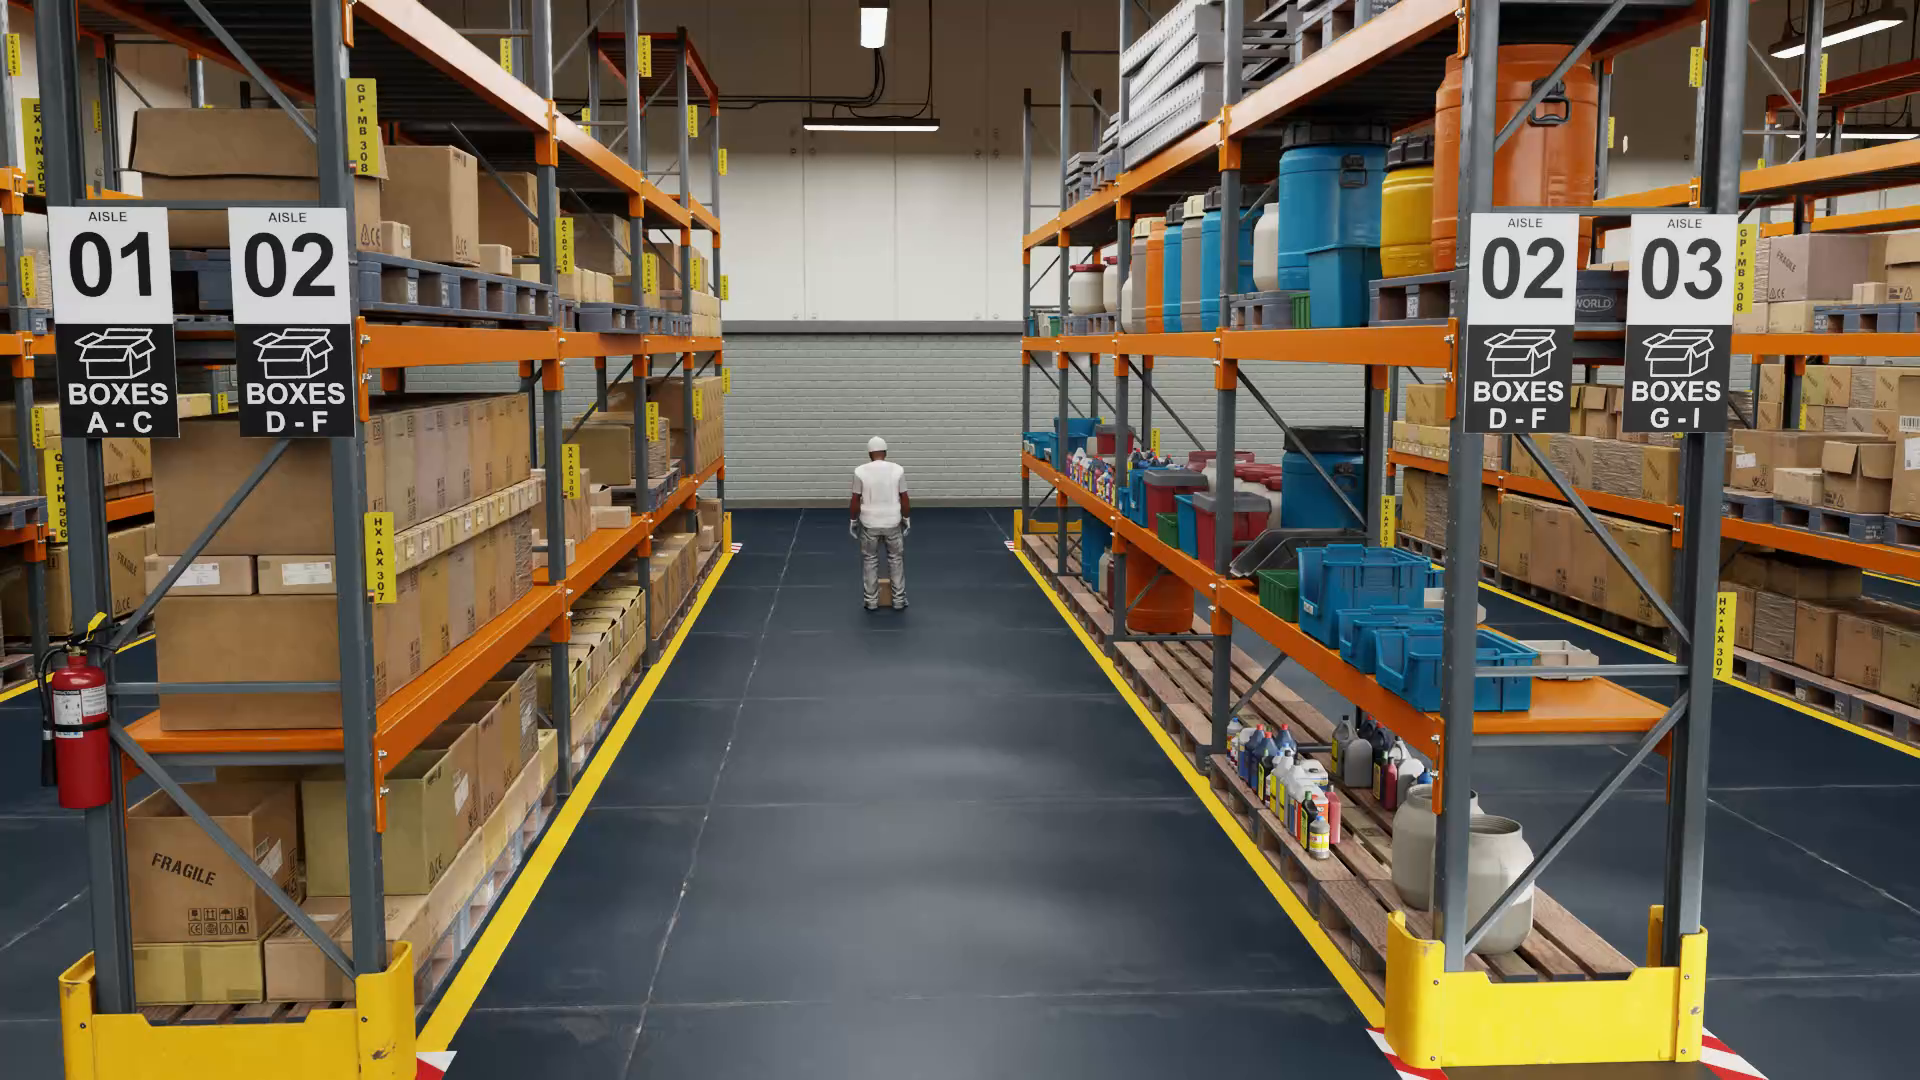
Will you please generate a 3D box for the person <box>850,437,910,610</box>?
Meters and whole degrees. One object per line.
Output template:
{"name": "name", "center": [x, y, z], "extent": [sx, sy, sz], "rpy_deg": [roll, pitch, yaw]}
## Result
{"name": "person", "center": [-0.826, -0.177, 17.182], "extent": [0.629, 1.775, 0.446], "rpy_deg": [-1, 7, -7]}
